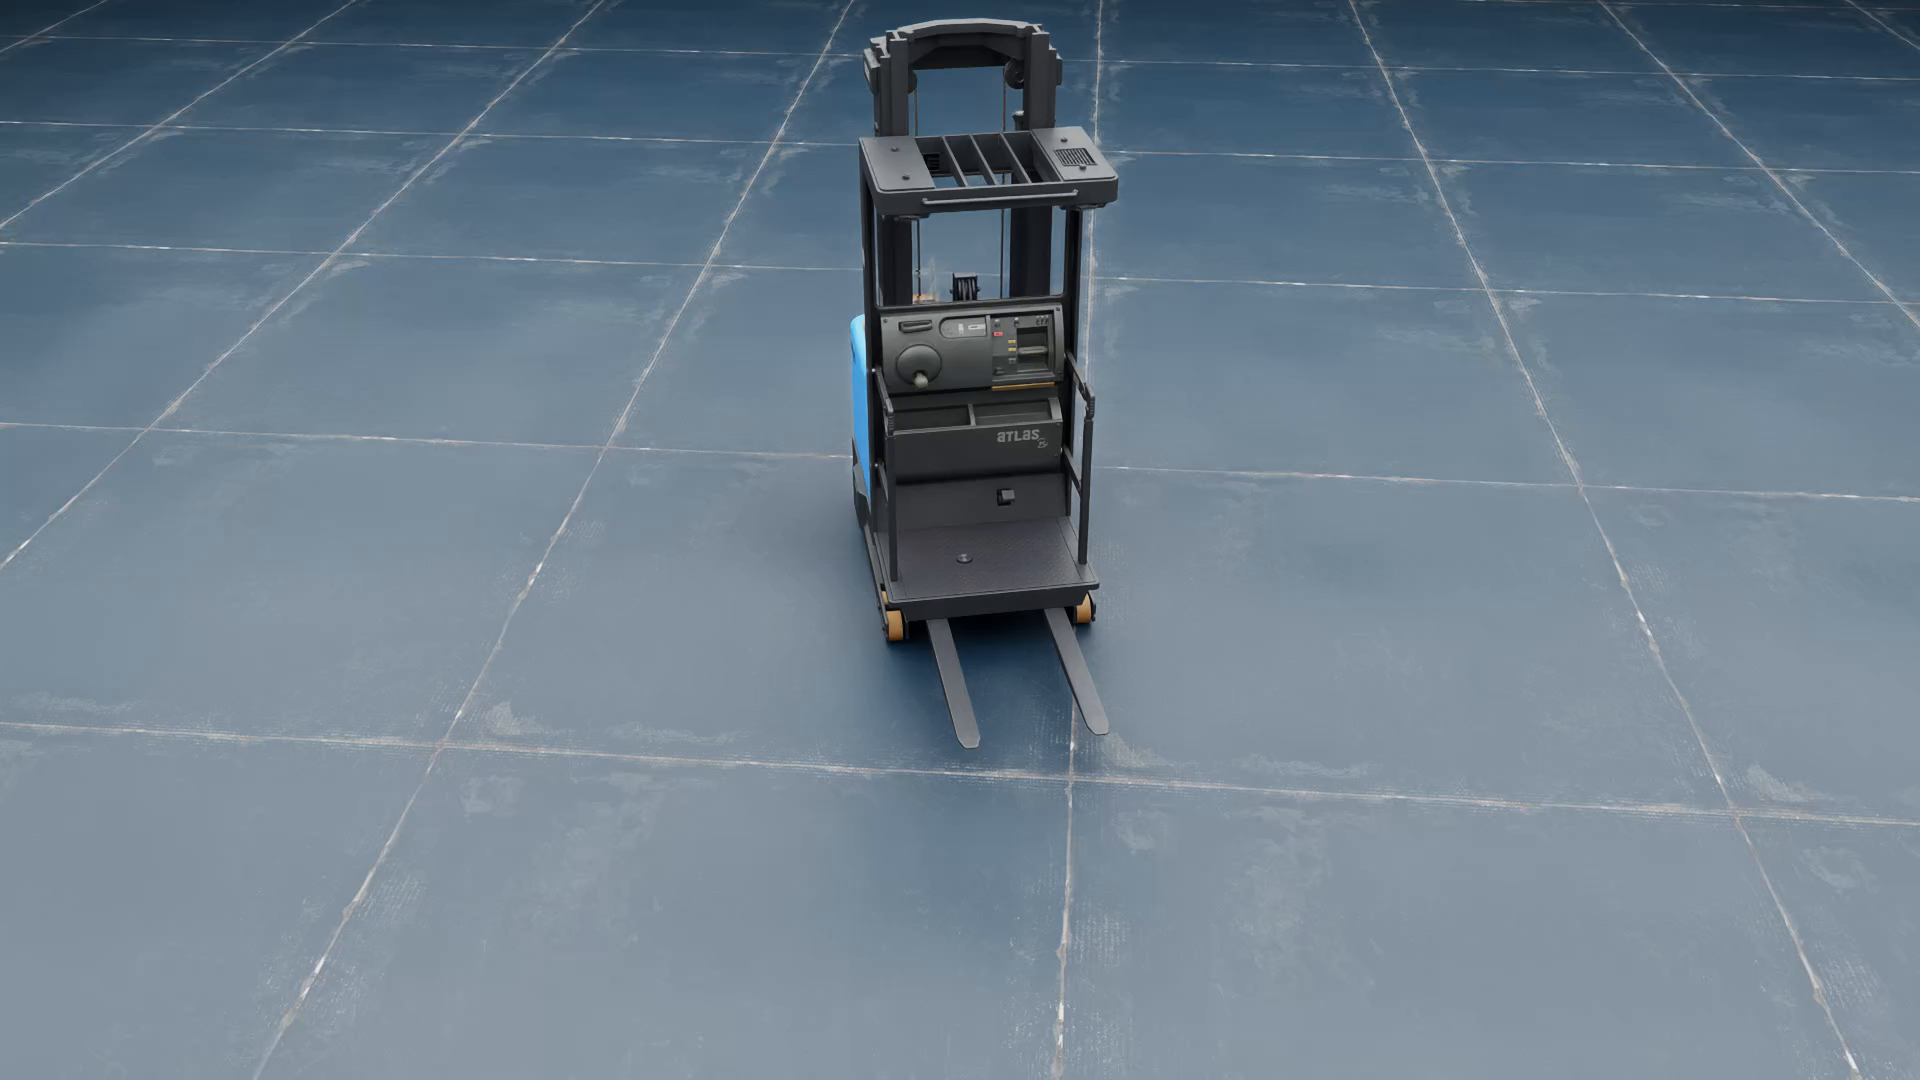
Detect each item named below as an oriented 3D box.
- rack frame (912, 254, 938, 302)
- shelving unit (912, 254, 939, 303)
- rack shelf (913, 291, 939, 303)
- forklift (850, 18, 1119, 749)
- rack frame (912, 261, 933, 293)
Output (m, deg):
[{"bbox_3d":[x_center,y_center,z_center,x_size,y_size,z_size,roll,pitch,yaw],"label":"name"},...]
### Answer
[{"bbox_3d":[-0.222,-1.166,10.275,0.240,1.200,0.006,-6,-2,-9],"label":"rack frame"},{"bbox_3d":[-0.236,-1.161,10.365,0.258,1.200,0.189,-6,-2,-9],"label":"shelving unit"},{"bbox_3d":[-0.268,-1.474,10.377,0.258,0.103,0.180,-6,-2,-9],"label":"rack shelf"},{"bbox_3d":[0.104,-0.921,8.232,1.130,2.935,3.031,-5,32,-8],"label":"forklift"},{"bbox_3d":[-0.250,-1.156,10.455,0.240,1.200,0.006,-6,-2,-9],"label":"rack frame"}]
